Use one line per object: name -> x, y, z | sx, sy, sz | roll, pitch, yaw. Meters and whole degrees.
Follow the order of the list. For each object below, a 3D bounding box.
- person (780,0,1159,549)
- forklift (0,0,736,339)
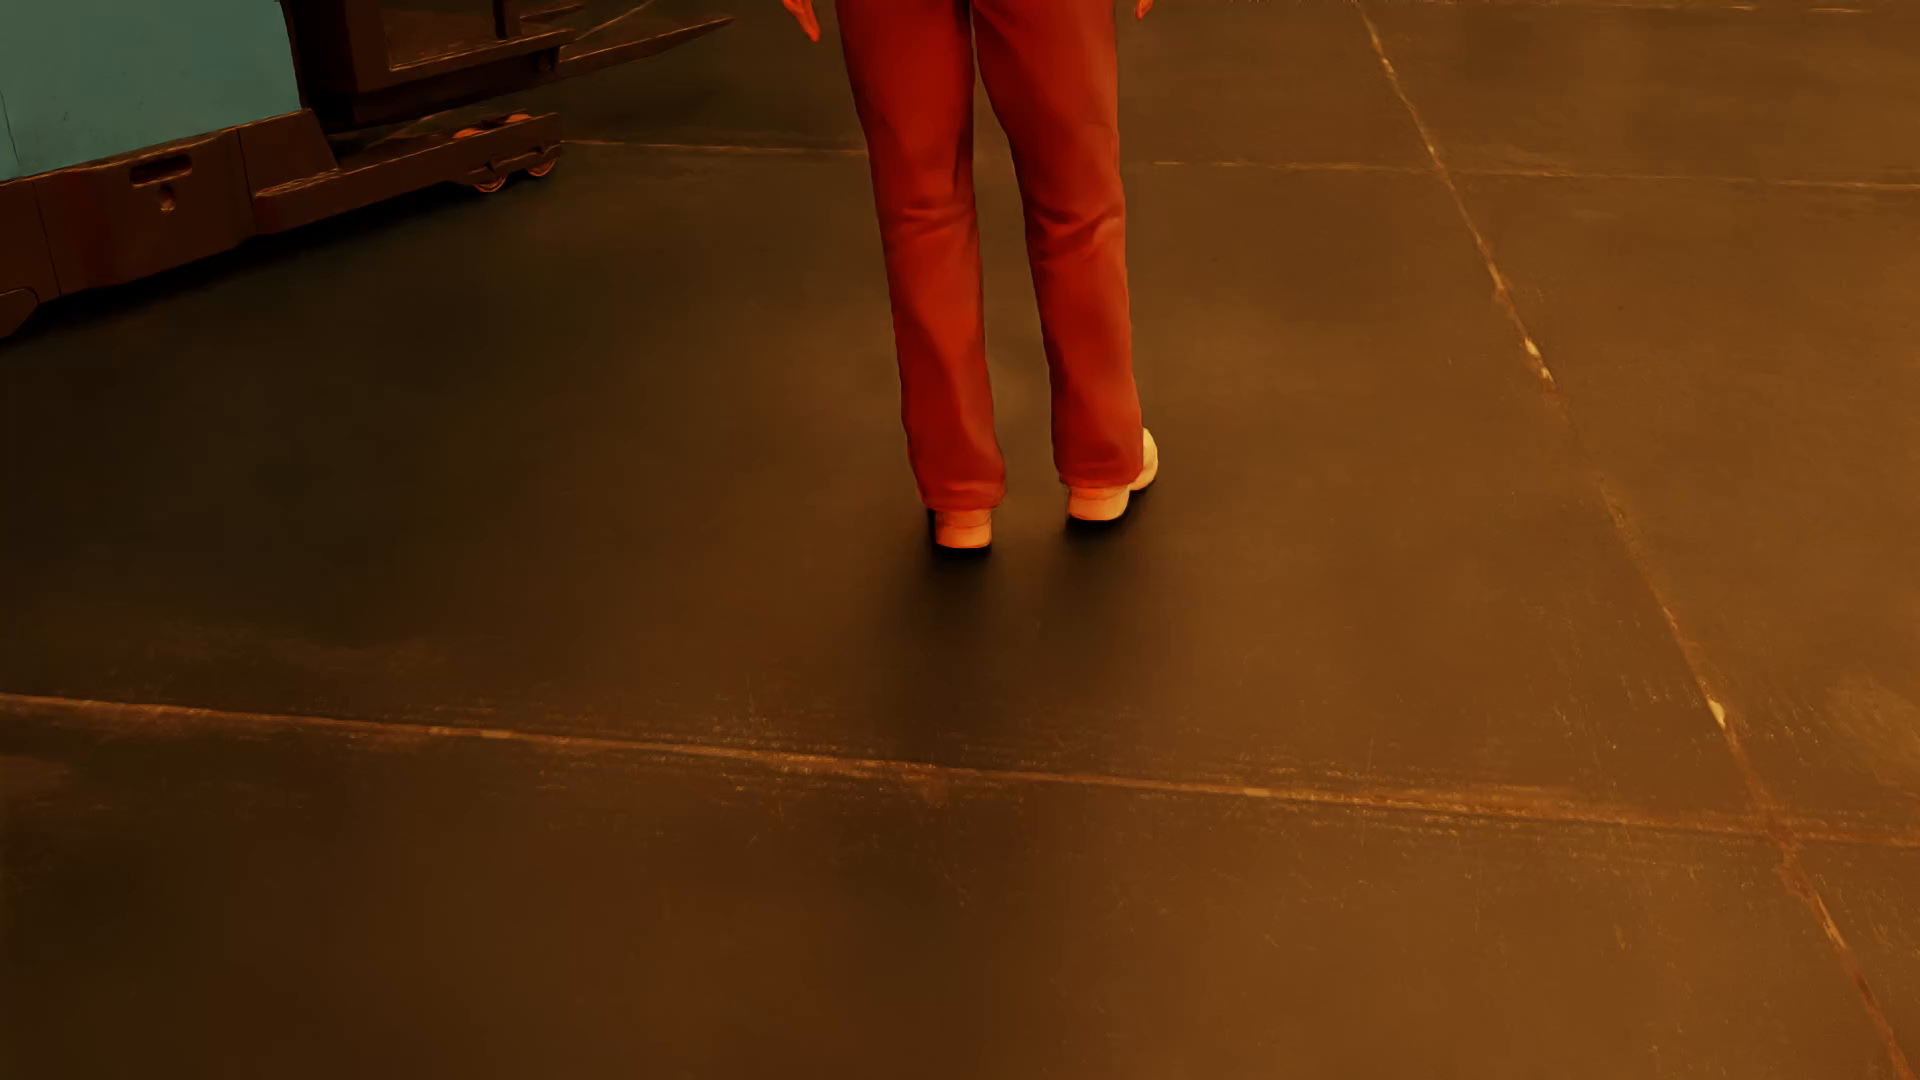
person -> 0.021, -0.788, 2.187 | 0.554, 1.674, 0.548 | 3, 27, 7
forklift -> -1.725, -2.287, 3.800 | 1.130, 2.935, 3.031 | 13, 29, 24
